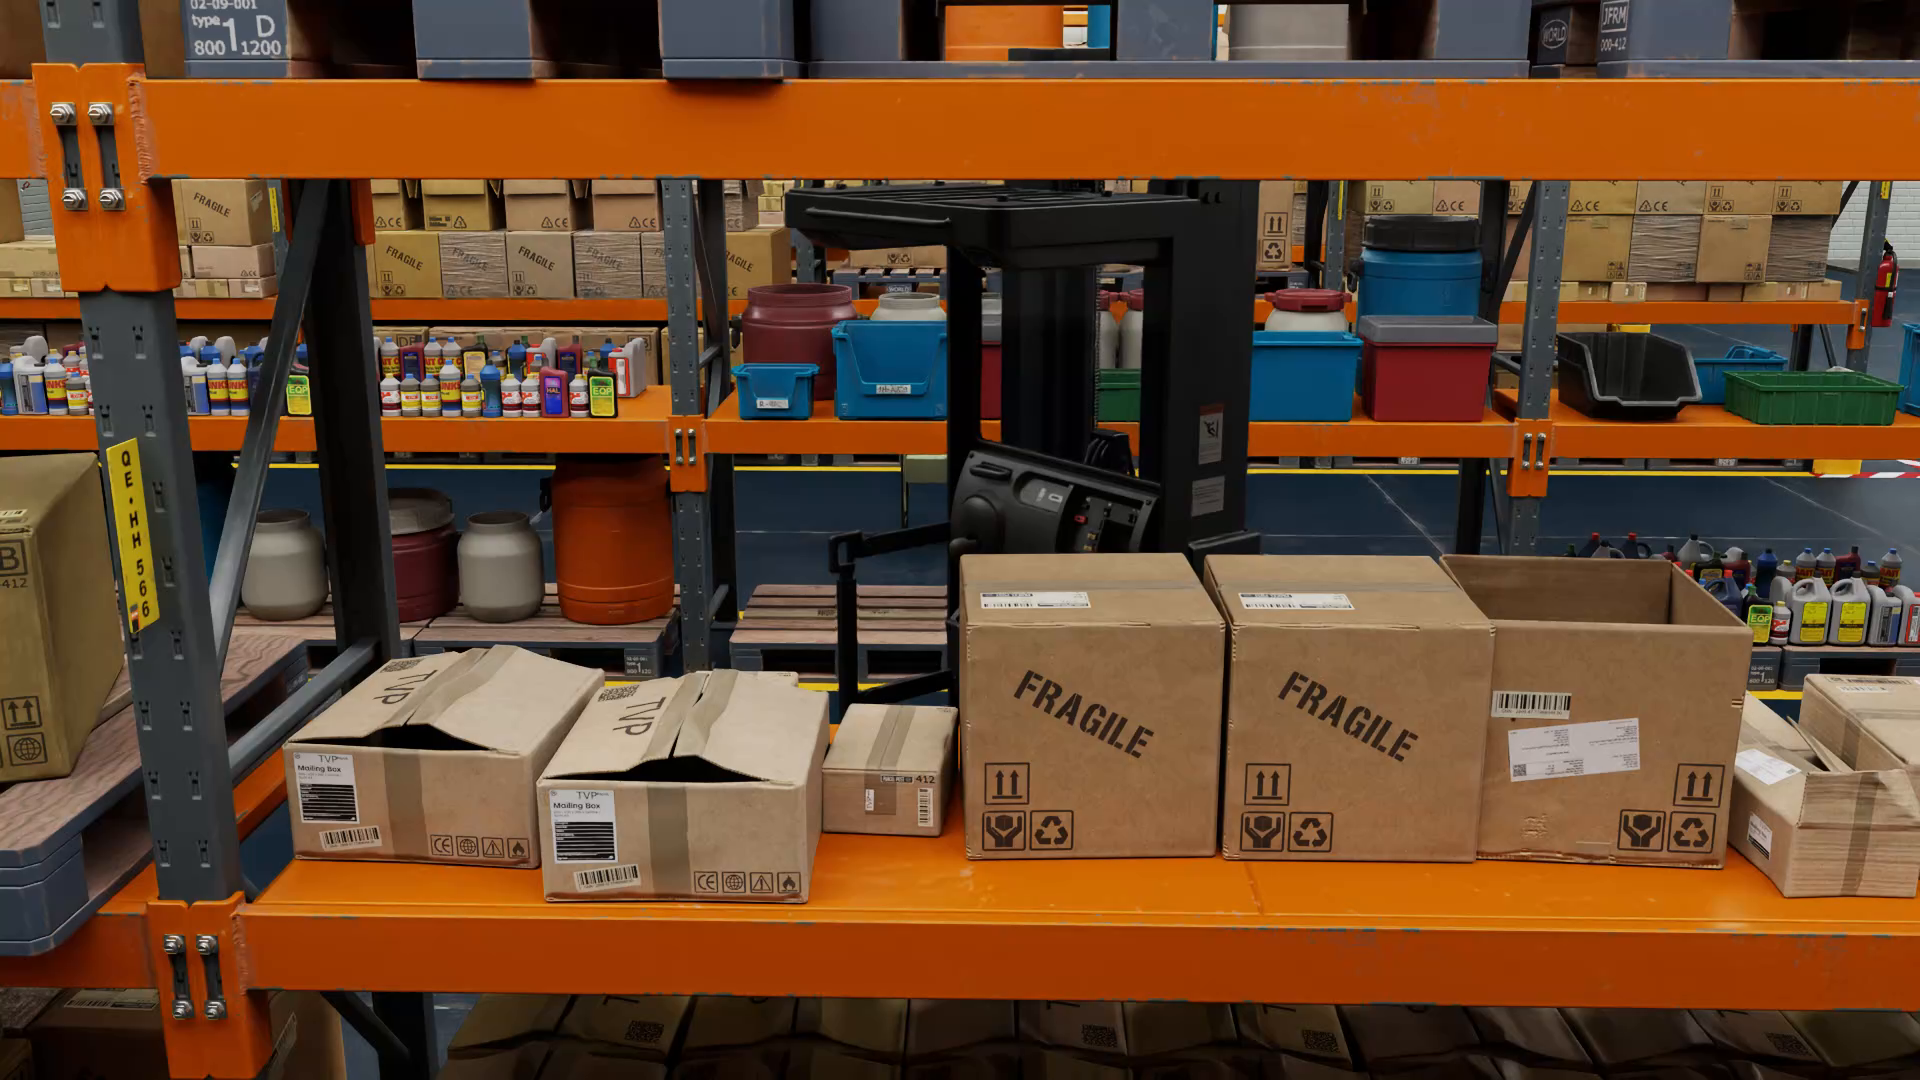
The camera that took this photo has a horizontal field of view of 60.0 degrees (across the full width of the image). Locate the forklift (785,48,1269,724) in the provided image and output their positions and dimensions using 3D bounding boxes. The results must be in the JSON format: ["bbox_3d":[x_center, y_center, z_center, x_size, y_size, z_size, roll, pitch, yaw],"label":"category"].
[{"bbox_3d":[0.127,-0.065,5.342,3.031,2.935,1.130,-11,18,-36],"label":"forklift"}]

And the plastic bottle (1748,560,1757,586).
[{"bbox_3d":[4.154,0.209,8.792,0.097,0.201,0.097,0,15,0],"label":"plastic bottle"}]

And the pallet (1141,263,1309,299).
[{"bbox_3d":[2.073,-2.074,13.197,1.213,0.211,1.003,0,15,1],"label":"pallet"}]

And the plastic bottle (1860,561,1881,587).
[{"bbox_3d":[4.797,0.213,8.777,0.097,0.201,0.097,0,15,0],"label":"plastic bottle"}]

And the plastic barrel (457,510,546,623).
[{"bbox_3d":[-2.348,0.132,8.512,0.421,0.512,0.421,0,15,0],"label":"plastic barrel"}]

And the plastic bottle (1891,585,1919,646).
[{"bbox_3d":[4.607,0.360,8.073,0.135,0.276,0.152,0,15,2],"label":"plastic bottle"}]

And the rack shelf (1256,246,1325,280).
[{"bbox_3d":[5.060,-3.028,17.848,4.000,0.370,1.077,0,15,1],"label":"rack shelf"}]

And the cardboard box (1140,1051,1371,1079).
[{"bbox_3d":[0.643,1.317,3.434,0.500,0.311,0.500,0,15,1],"label":"cardboard box"}]

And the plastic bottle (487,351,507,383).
[{"bbox_3d":[-2.427,-0.889,8.717,0.097,0.201,0.097,0,15,0],"label":"plastic bottle"}]

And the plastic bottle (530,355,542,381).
[{"bbox_3d":[-2.163,-0.848,8.564,0.097,0.201,0.097,0,15,0],"label":"plastic bottle"}]

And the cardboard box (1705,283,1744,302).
[{"bbox_3d":[5.791,-1.922,12.739,0.250,0.149,0.380,0,15,1],"label":"cardboard box"}]

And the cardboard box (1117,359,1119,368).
[{"bbox_3d":[1.184,-1.150,13.356,0.500,0.500,0.700,-1,15,-3],"label":"cardboard box"}]

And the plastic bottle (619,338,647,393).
[{"bbox_3d":[-1.716,-0.913,8.664,0.135,0.276,0.152,0,15,1],"label":"plastic bottle"}]

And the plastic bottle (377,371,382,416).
[{"bbox_3d":[-2.850,-0.733,7.965,0.133,0.283,0.061,0,15,1],"label":"plastic bottle"}]

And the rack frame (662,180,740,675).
[{"bbox_3d":[-1.292,-0.888,8.325,0.127,3.000,1.000,0,15,1],"label":"rack frame"}]

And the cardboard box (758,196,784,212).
[{"bbox_3d":[-1.973,-3.530,17.426,0.250,0.149,0.380,1,15,3],"label":"cardboard box"}]

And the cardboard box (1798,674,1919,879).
[{"bbox_3d":[2.083,0.482,3.427,0.500,0.250,0.500,1,15,5],"label":"cardboard box"}]

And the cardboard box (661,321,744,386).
[{"bbox_3d":[-1.855,-1.336,13.367,0.875,0.875,1.225,0,15,-1],"label":"cardboard box"}]

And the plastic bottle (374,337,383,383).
[{"bbox_3d":[-3.103,-0.922,8.698,0.135,0.276,0.152,0,15,1],"label":"plastic bottle"}]

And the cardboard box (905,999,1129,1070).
[{"bbox_3d":[0.132,1.177,3.966,0.500,0.311,0.500,0,15,1],"label":"cardboard box"}]

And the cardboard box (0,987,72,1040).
[{"bbox_3d":[-2.393,1.294,4.095,0.500,0.500,0.500,0,15,-1],"label":"cardboard box"}]

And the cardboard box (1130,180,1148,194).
[{"bbox_3d":[2.050,-3.925,17.682,0.500,0.500,0.700,0,15,0],"label":"cardboard box"}]

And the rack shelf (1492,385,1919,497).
[{"bbox_3d":[4.706,-0.501,8.268,4.000,0.370,1.077,0,15,1],"label":"rack shelf"}]

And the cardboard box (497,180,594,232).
[{"bbox_3d":[-3.218,-2.701,13.034,0.637,0.503,0.797,1,15,3],"label":"cardboard box"}]

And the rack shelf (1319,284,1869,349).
[{"bbox_3d":[4.833,-1.764,13.056,4.000,0.370,1.077,0,15,1],"label":"rack shelf"}]

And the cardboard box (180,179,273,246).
[{"bbox_3d":[-5.630,-2.546,12.849,0.500,0.500,0.500,1,15,3],"label":"cardboard box"}]

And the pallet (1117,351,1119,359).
[{"bbox_3d":[2.288,-2.027,18.107,1.213,0.211,1.003,0,15,1],"label":"pallet"}]

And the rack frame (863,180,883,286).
[{"bbox_3d":[-0.938,-3.415,17.904,0.127,3.000,1.000,0,15,1],"label":"rack frame"}]

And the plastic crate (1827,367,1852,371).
[{"bbox_3d":[4.337,-0.788,8.464,0.437,0.136,0.530,0,15,1],"label":"plastic crate"}]

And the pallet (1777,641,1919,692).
[{"bbox_3d":[4.600,0.509,8.497,1.213,0.211,1.003,0,15,1],"label":"pallet"}]

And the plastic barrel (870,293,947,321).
[{"bbox_3d":[-0.258,-0.990,8.492,0.421,0.512,0.421,0,15,0],"label":"plastic barrel"}]

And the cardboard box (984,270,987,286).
[{"bbox_3d":[0.543,-2.499,18.017,0.750,0.750,1.050,1,15,2],"label":"cardboard box"}]

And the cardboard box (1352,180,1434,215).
[{"bbox_3d":[3.277,-2.733,12.578,0.500,0.500,0.500,0,15,1],"label":"cardboard box"}]

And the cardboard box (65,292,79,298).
[{"bbox_3d":[-6.762,-1.982,12.965,0.250,0.149,0.380,0,15,1],"label":"cardboard box"}]

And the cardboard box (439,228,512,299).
[{"bbox_3d":[-3.708,-2.152,12.921,0.500,0.500,0.500,0,15,0],"label":"cardboard box"}]

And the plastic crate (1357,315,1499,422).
[{"bbox_3d":[2.215,-0.818,7.934,0.583,0.464,0.402,0,15,1],"label":"plastic crate"}]

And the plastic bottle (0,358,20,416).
[{"bbox_3d":[-4.588,-0.743,8.028,0.097,0.271,0.097,0,15,0],"label":"plastic bottle"}]

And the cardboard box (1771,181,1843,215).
[{"bbox_3d":[6.276,-2.715,12.511,0.500,0.500,0.500,0,15,1],"label":"cardboard box"}]

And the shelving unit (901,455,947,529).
[{"bbox_3d":[0.007,-0.725,10.649,0.755,1.500,0.431,0,15,1],"label":"shelving unit"}]

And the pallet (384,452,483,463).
[{"bbox_3d":[-4.391,-0.843,13.621,1.213,0.211,1.003,0,15,1],"label":"pallet"}]

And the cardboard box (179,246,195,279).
[{"bbox_3d":[-6.130,-2.187,12.960,0.500,0.250,0.500,1,15,3],"label":"cardboard box"}]

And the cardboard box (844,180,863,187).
[{"bbox_3d":[-1.403,-4.786,22.413,0.500,0.250,0.500,0,15,1],"label":"cardboard box"}]

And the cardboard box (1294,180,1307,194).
[{"bbox_3d":[3.429,-3.972,17.606,0.550,0.550,0.875,0,15,1],"label":"cardboard box"}]

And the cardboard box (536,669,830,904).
[{"bbox_3d":[-0.533,0.474,3.339,0.500,0.311,0.500,0,15,1],"label":"cardboard box"}]

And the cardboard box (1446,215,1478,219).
[{"bbox_3d":[3.781,-2.286,12.846,0.500,0.500,0.875,0,15,1],"label":"cardboard box"}]

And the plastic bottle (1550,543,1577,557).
[{"bbox_3d":[3.196,0.158,8.823,0.133,0.283,0.061,1,15,4],"label":"plastic bottle"}]

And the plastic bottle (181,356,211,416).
[{"bbox_3d":[-3.680,-0.746,8.031,0.135,0.276,0.152,0,15,1],"label":"plastic bottle"}]

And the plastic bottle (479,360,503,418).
[{"bbox_3d":[-2.247,-0.728,7.970,0.097,0.271,0.097,0,15,0],"label":"plastic bottle"}]

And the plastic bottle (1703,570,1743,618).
[{"bbox_3d":[3.692,0.319,8.082,0.185,0.351,0.144,0,15,-1],"label":"plastic bottle"}]

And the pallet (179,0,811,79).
[{"bbox_3d":[-0.741,-1.002,3.248,1.003,0.211,1.213,1,15,4],"label":"pallet"}]

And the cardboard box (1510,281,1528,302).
[{"bbox_3d":[4.291,-1.923,12.742,0.250,0.149,0.380,0,15,1],"label":"cardboard box"}]
